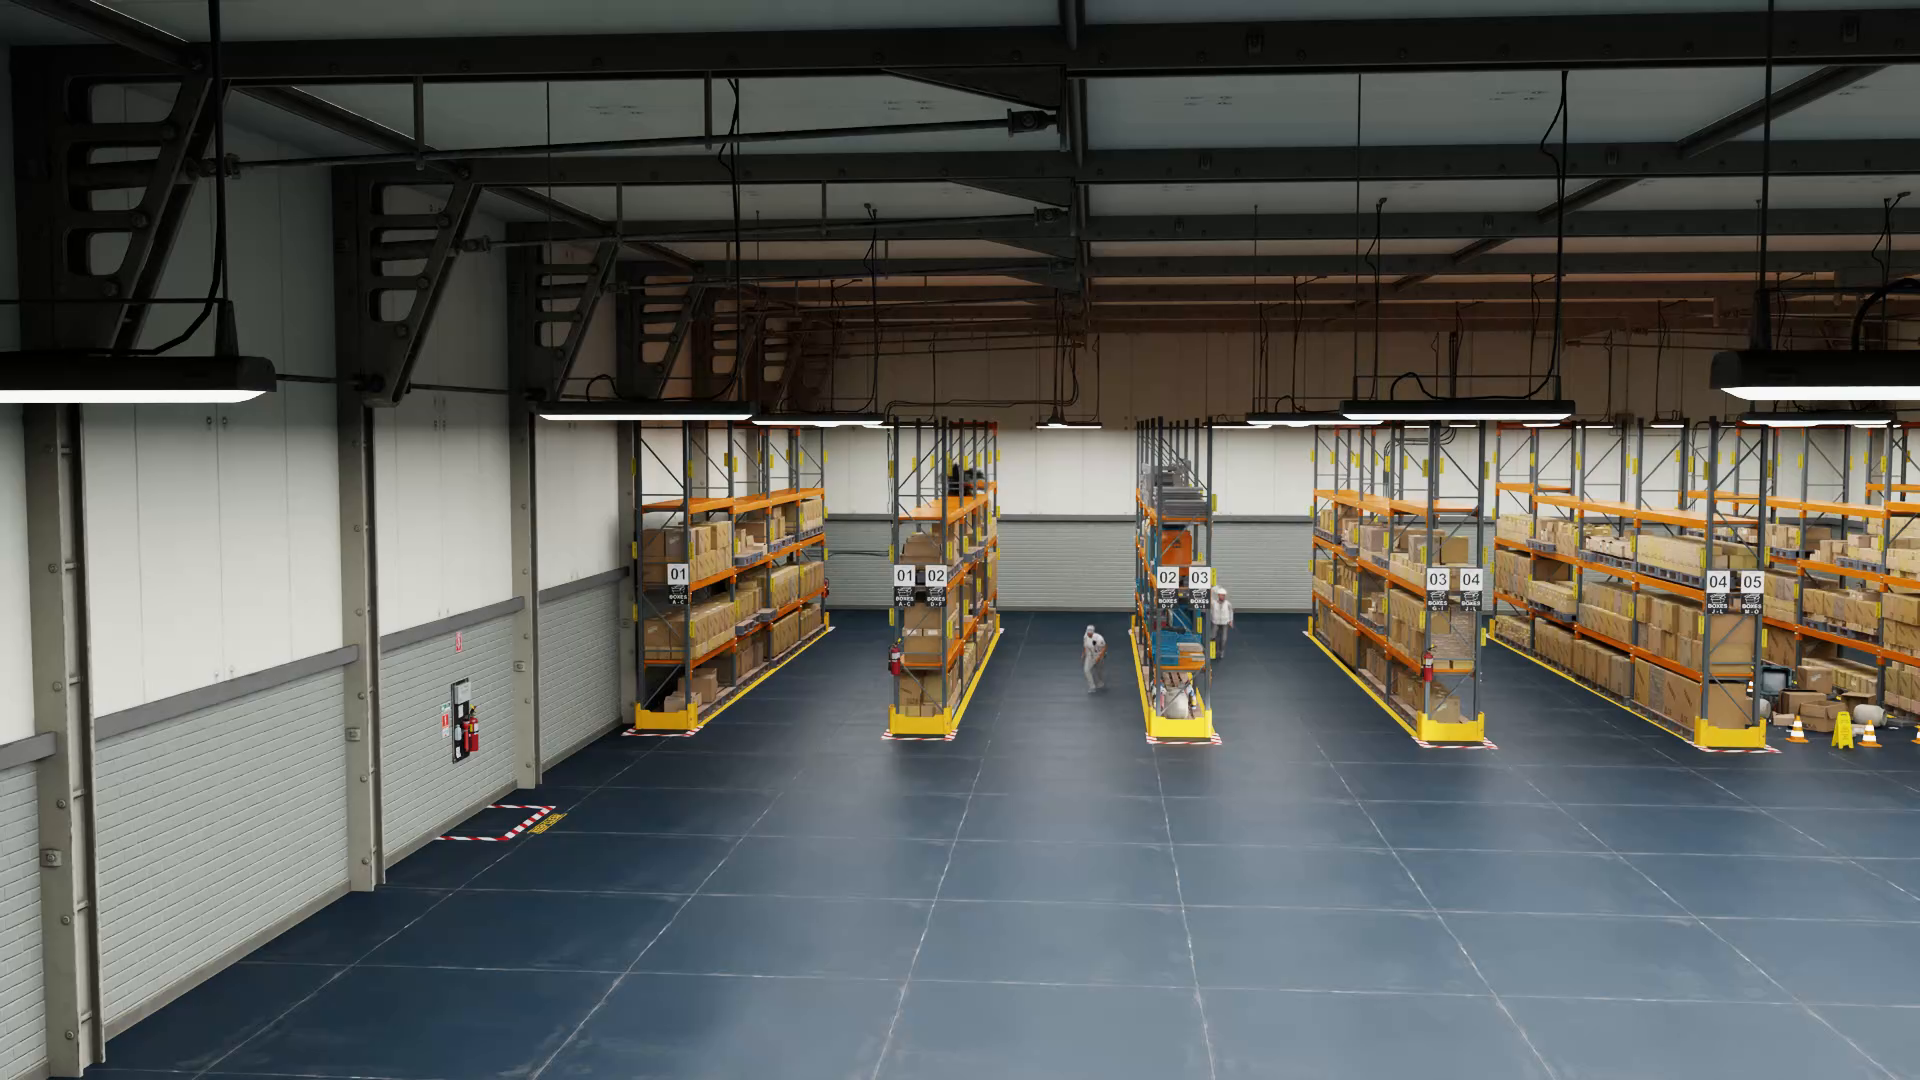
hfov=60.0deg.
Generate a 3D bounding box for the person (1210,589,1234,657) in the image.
[{"bbox_3d":[6.599,2.098,42.218,0.695,1.733,0.661,1,4,10],"label":"person"}]

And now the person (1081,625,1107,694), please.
[{"bbox_3d":[2.991,2.583,36.488,0.598,1.523,1.062,2,4,28],"label":"person"}]
